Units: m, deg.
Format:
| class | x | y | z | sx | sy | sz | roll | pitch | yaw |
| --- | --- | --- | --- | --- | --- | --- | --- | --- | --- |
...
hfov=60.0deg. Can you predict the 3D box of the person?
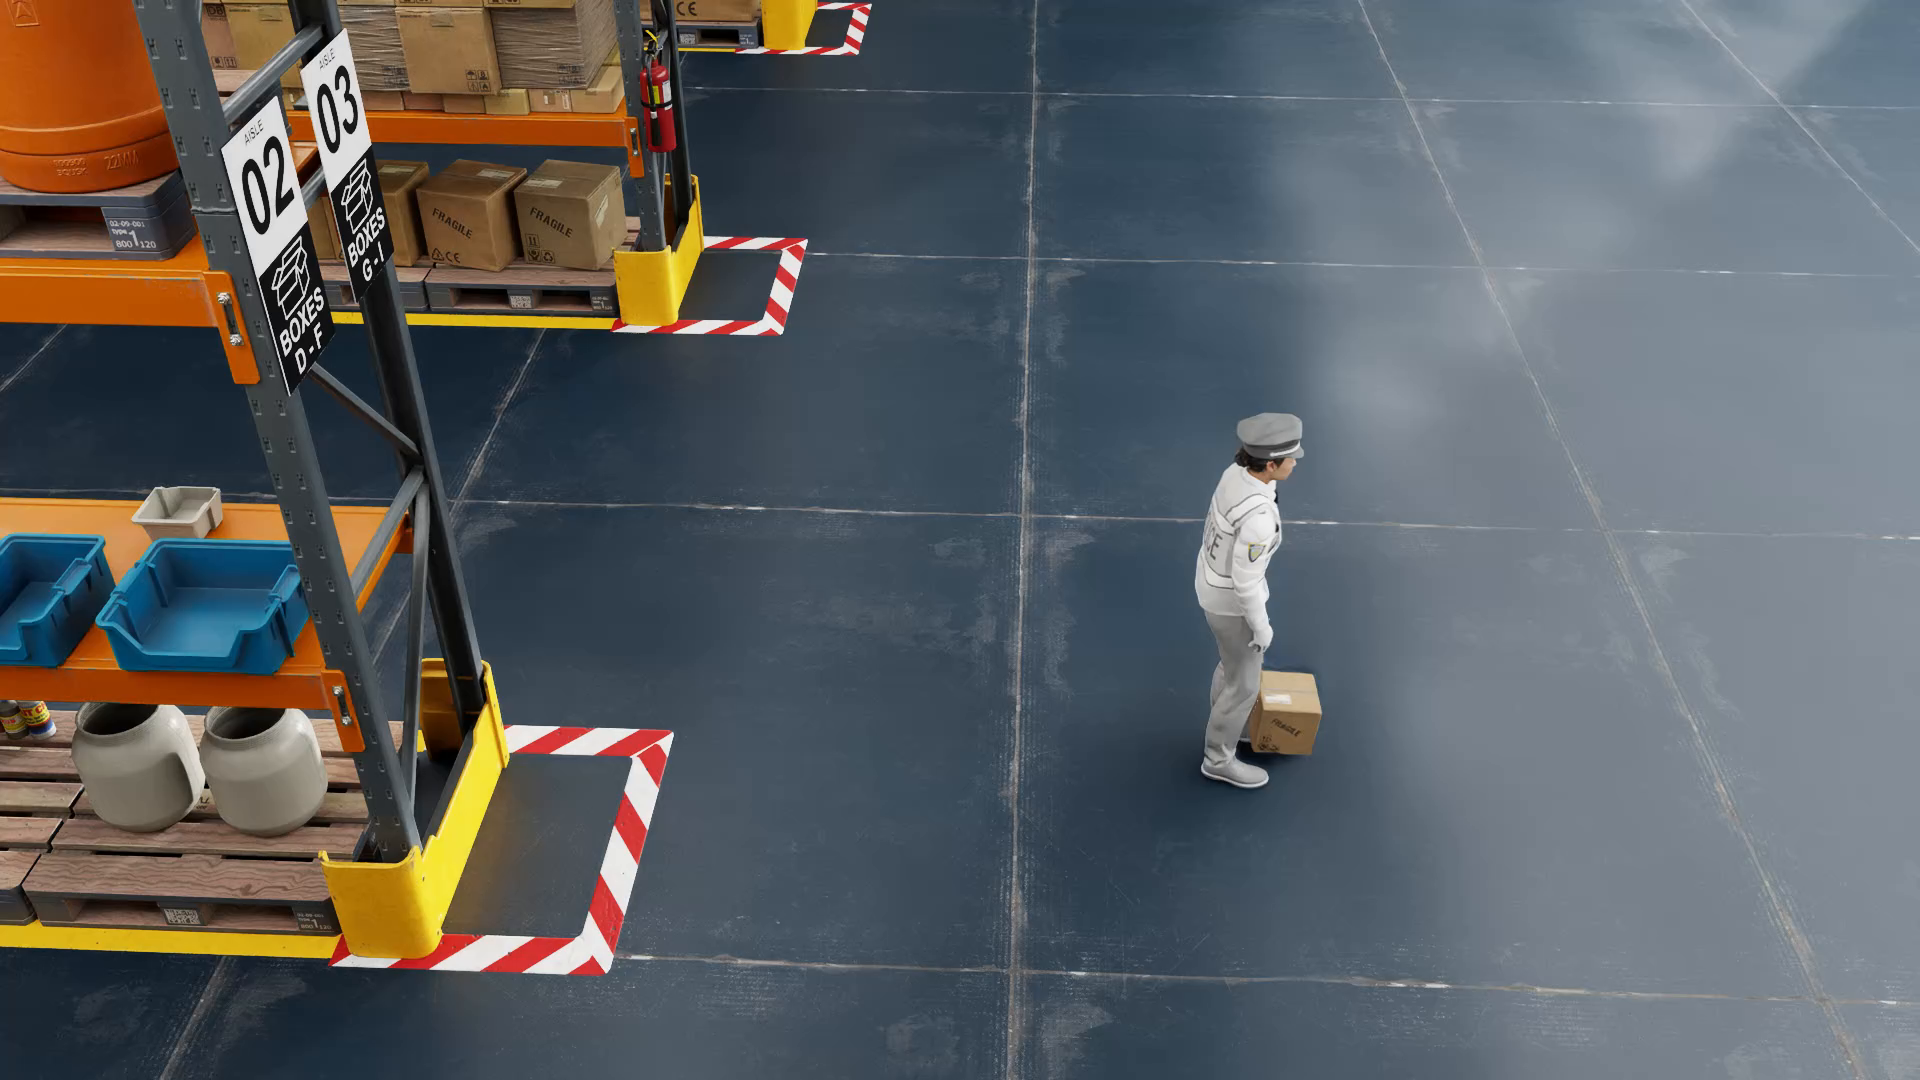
| class | x | y | z | sx | sy | sz | roll | pitch | yaw |
| --- | --- | --- | --- | --- | --- | --- | --- | --- | --- |
| person | 1.166 | 0.238 | 6.781 | 0.412 | 1.665 | 0.513 | 0 | 36 | 0 |
